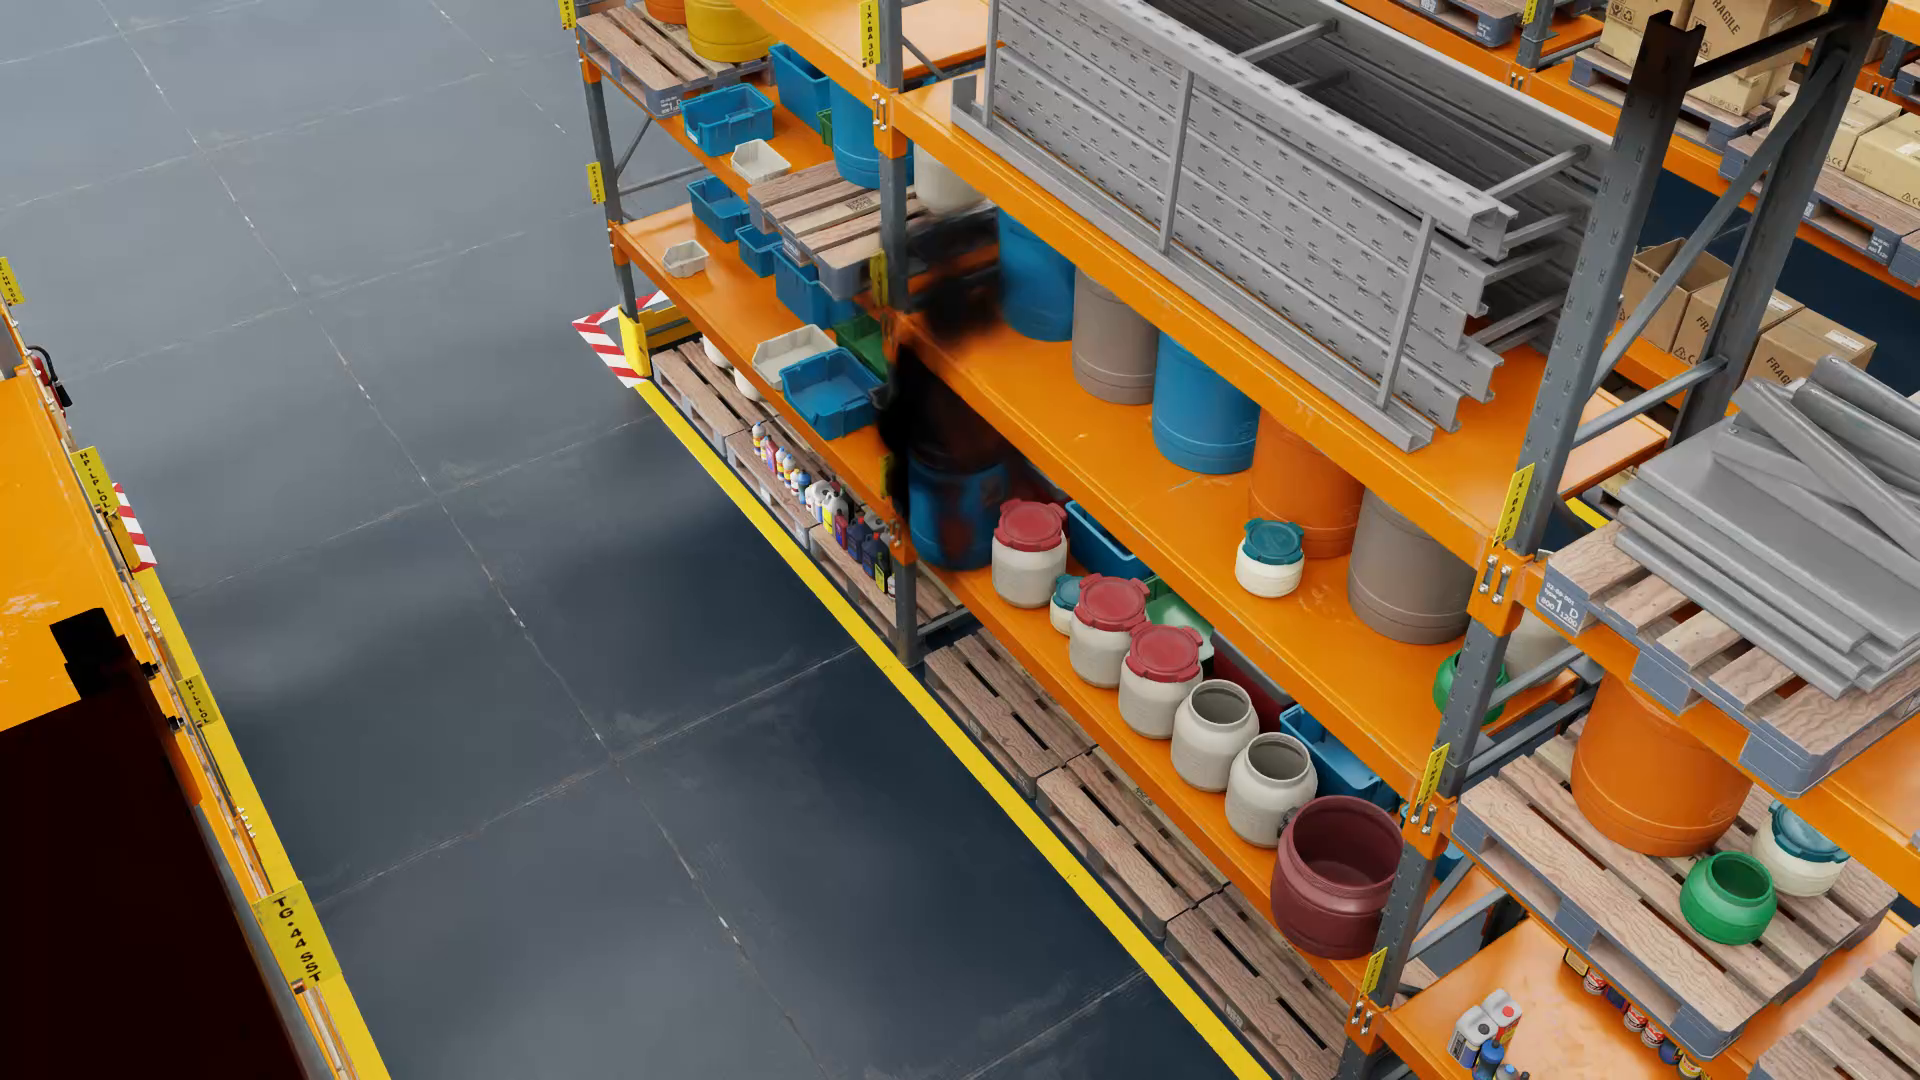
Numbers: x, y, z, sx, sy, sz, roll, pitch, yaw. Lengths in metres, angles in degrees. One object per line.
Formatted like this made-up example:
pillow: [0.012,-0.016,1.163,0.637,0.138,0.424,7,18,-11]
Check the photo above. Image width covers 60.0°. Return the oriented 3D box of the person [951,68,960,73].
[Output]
person: [-0.387,-5.166,16.150,0.963,1.728,0.665,-11,44,-11]
